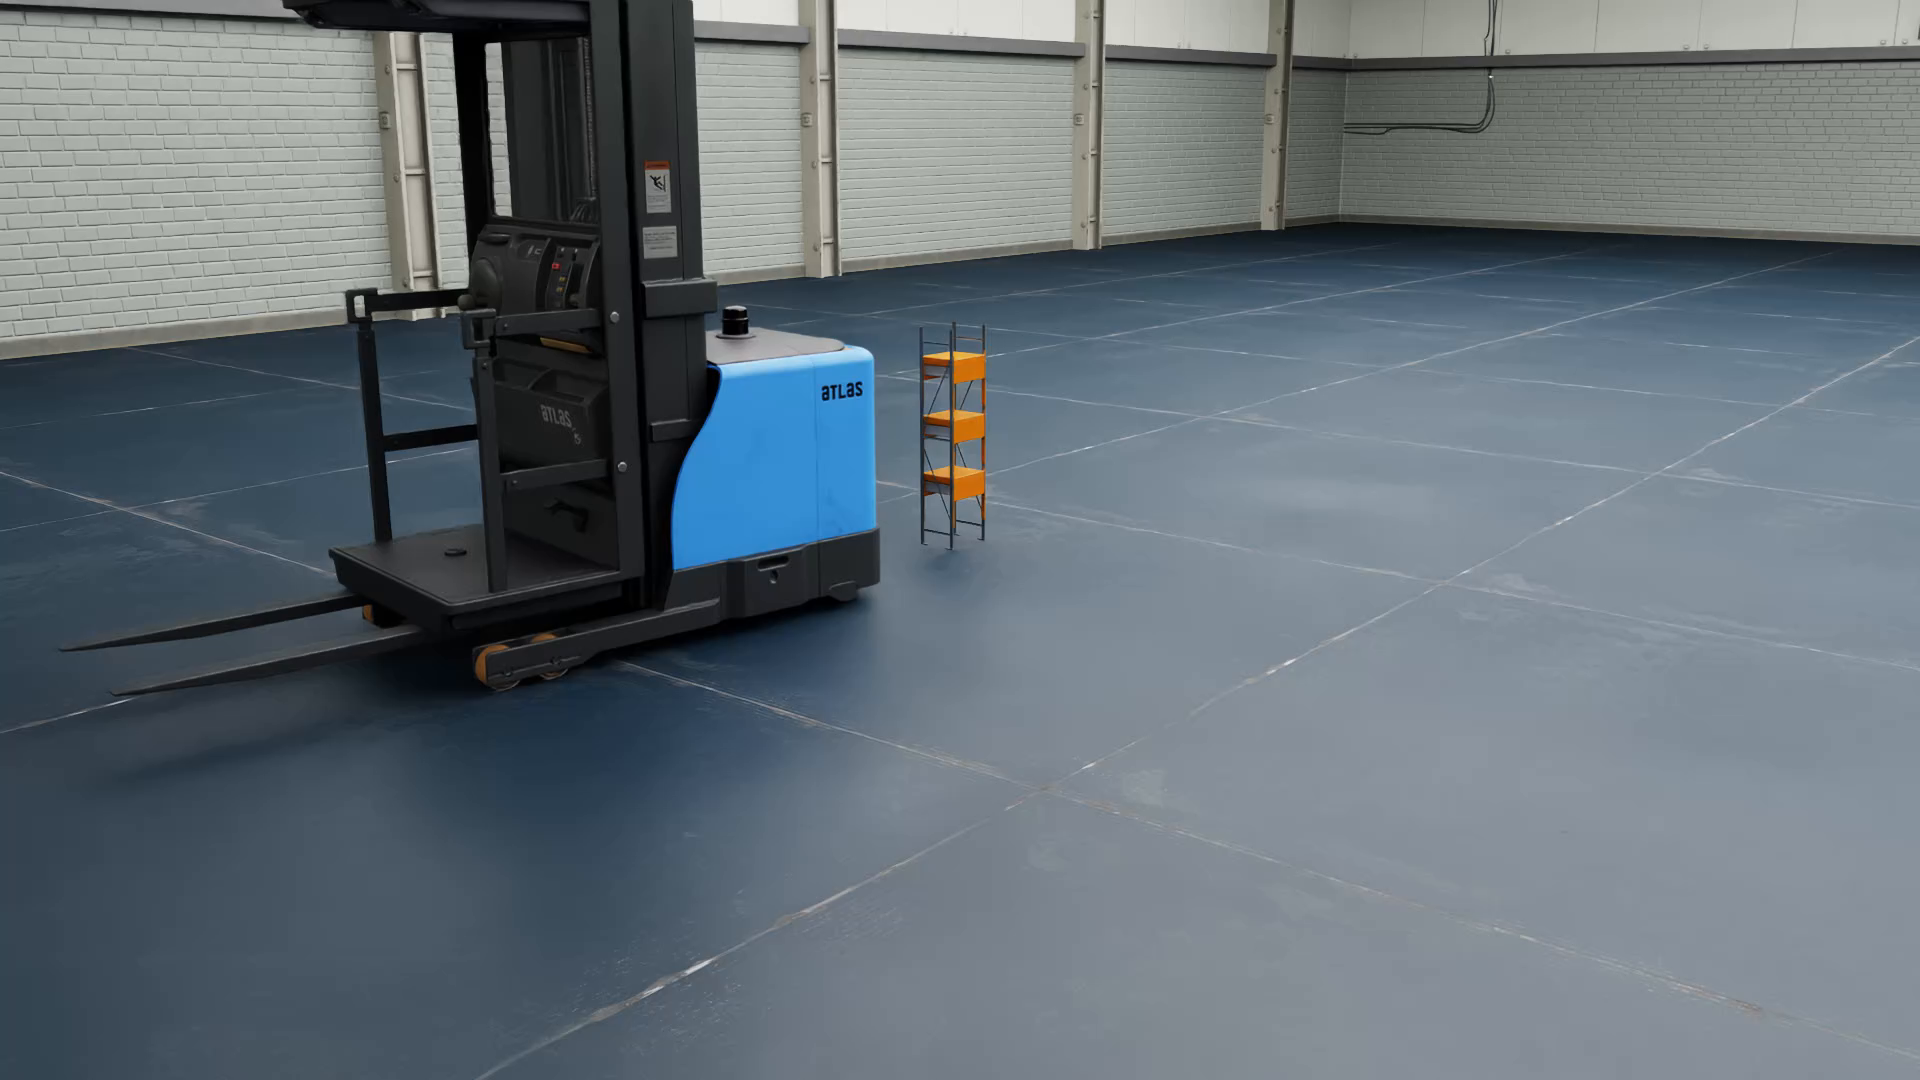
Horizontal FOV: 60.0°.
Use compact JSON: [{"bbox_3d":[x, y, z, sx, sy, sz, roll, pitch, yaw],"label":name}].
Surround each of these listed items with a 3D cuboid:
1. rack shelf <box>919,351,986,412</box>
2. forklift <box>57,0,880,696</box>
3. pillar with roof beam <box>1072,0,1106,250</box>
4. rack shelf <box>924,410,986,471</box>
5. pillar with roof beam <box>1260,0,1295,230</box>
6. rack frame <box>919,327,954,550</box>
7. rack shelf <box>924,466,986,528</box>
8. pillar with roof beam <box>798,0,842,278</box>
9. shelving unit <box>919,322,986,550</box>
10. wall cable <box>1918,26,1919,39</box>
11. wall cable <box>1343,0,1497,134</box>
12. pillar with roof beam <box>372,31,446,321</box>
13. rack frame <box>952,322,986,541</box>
[{"bbox_3d":[-0.034,-0.763,7.886,0.215,0.259,0.240,11,18,38],"label":"rack shelf"},{"bbox_3d":[-1.779,-1.022,6.192,3.031,2.935,1.130,-12,19,-40],"label":"forklift"},{"bbox_3d":[5.335,-8.281,22.443,9.100,9.000,0.400,11,18,38],"label":"pillar with roof beam"},{"bbox_3d":[-0.034,-0.488,7.956,0.215,0.259,0.240,11,18,38],"label":"rack shelf"},{"bbox_3d":[9.106,-9.430,26.966,9.100,9.000,0.400,11,18,38],"label":"pillar with roof beam"},{"bbox_3d":[-0.110,-0.475,7.861,0.200,1.050,0.008,11,18,38],"label":"rack frame"},{"bbox_3d":[-0.034,-0.219,8.024,0.215,0.259,0.240,11,18,38],"label":"rack shelf"},{"bbox_3d":[1.564,-7.132,17.920,9.100,9.000,0.400,11,18,38],"label":"pillar with roof beam"},{"bbox_3d":[-0.034,-0.499,7.953,0.215,1.050,0.252,11,18,38],"label":"shelving unit"},{"bbox_3d":[16.012,-10.632,24.790,2.305,6.003,0.169,11,18,38],"label":"wall cable"},{"bbox_3d":[8.638,-8.951,31.386,3.097,2.526,0.112,11,18,38],"label":"wall cable"},{"bbox_3d":[-2.207,-5.983,13.397,9.100,9.000,0.400,11,18,38],"label":"pillar with roof beam"},{"bbox_3d":[0.043,-0.522,8.045,0.200,1.050,0.008,11,18,38],"label":"rack frame"}]
